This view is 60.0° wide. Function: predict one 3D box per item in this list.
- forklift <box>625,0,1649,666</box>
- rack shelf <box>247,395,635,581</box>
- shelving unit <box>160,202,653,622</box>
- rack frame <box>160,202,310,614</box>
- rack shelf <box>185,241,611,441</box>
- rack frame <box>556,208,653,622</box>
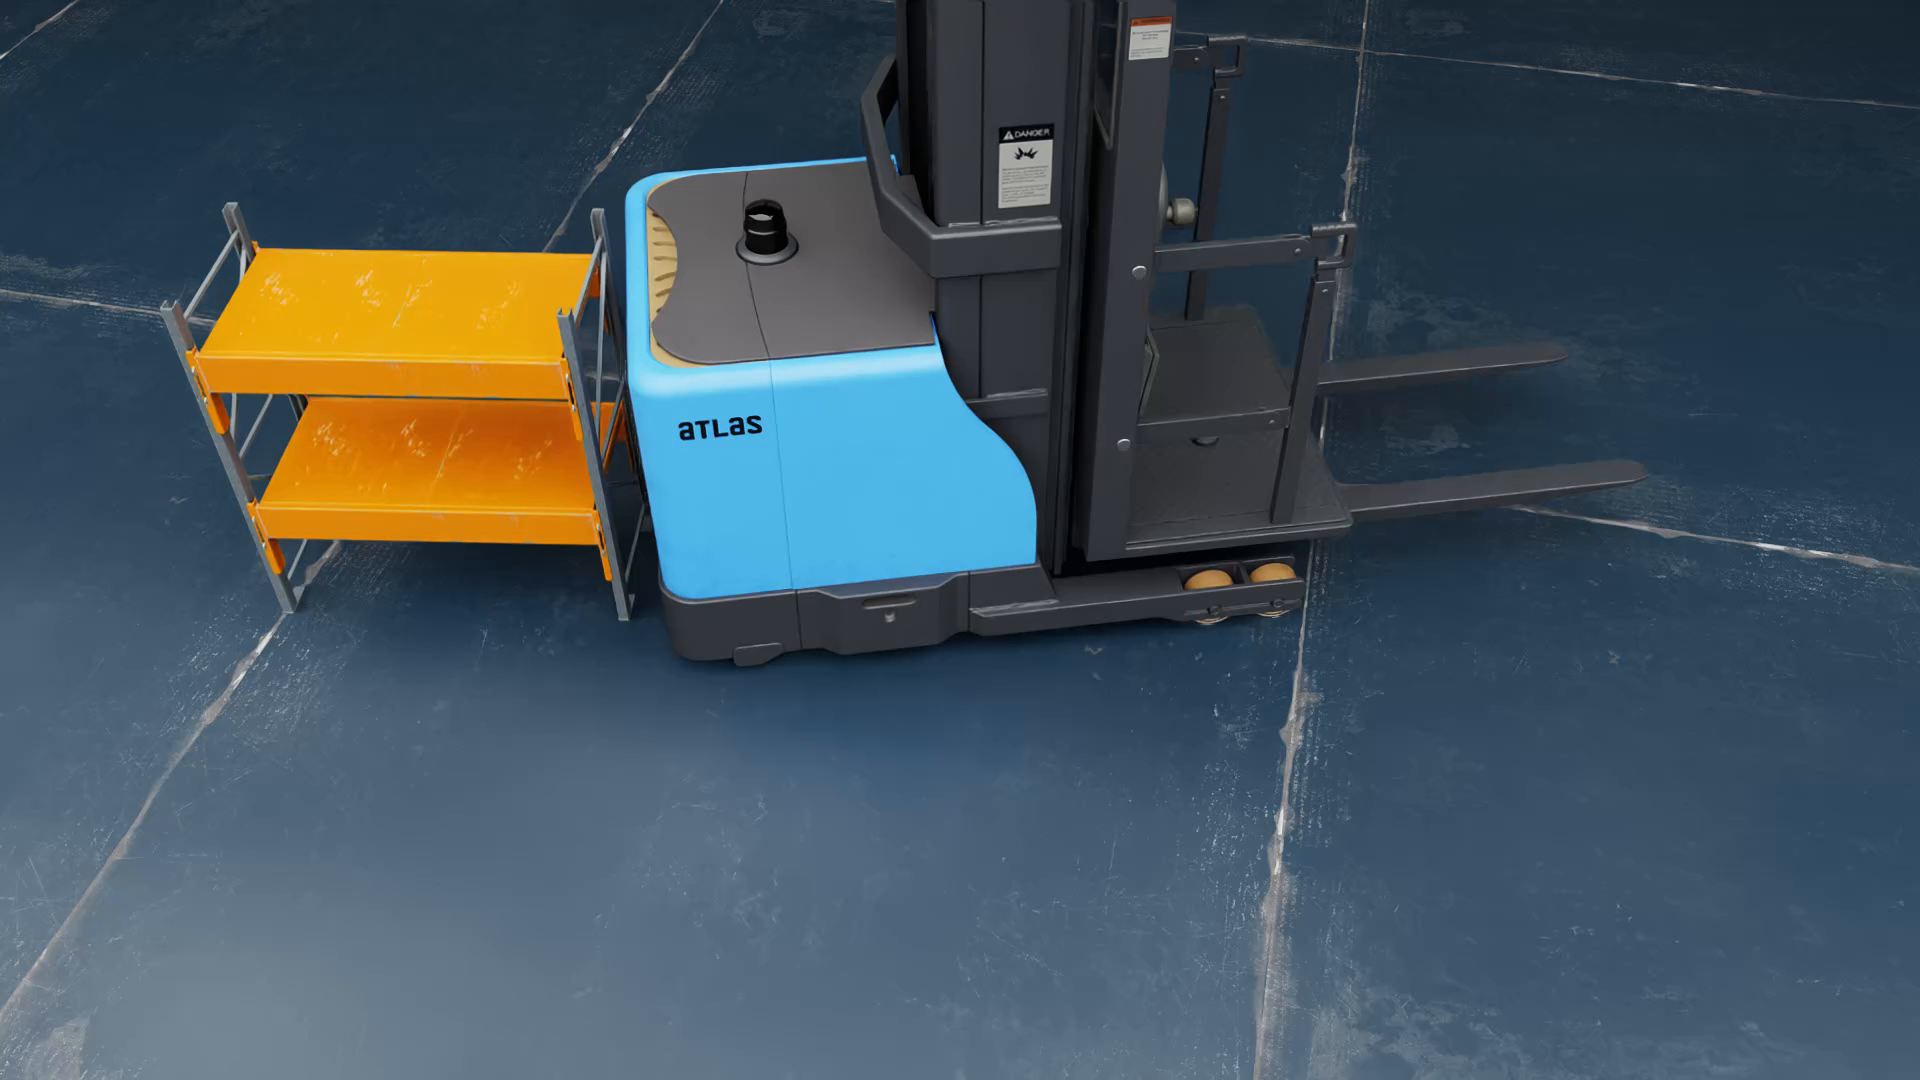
[{"bbox_3d":[0.585,-1.164,4.345,3.031,2.935,1.130,-6,44,-6],"label":"forklift"},{"bbox_3d":[-1.509,-0.168,4.966,1.000,0.278,0.538,1,44,1],"label":"rack shelf"},{"bbox_3d":[-1.509,-0.344,4.796,1.048,1.125,0.538,1,44,1],"label":"shelving unit"},{"bbox_3d":[-2.018,-0.354,4.807,0.032,1.125,0.500,1,44,1],"label":"rack frame"},{"bbox_3d":[-1.509,-0.555,4.593,1.000,0.278,0.538,1,44,1],"label":"rack shelf"},{"bbox_3d":[-1.001,-0.334,4.786,0.032,1.125,0.500,1,44,1],"label":"rack frame"}]
